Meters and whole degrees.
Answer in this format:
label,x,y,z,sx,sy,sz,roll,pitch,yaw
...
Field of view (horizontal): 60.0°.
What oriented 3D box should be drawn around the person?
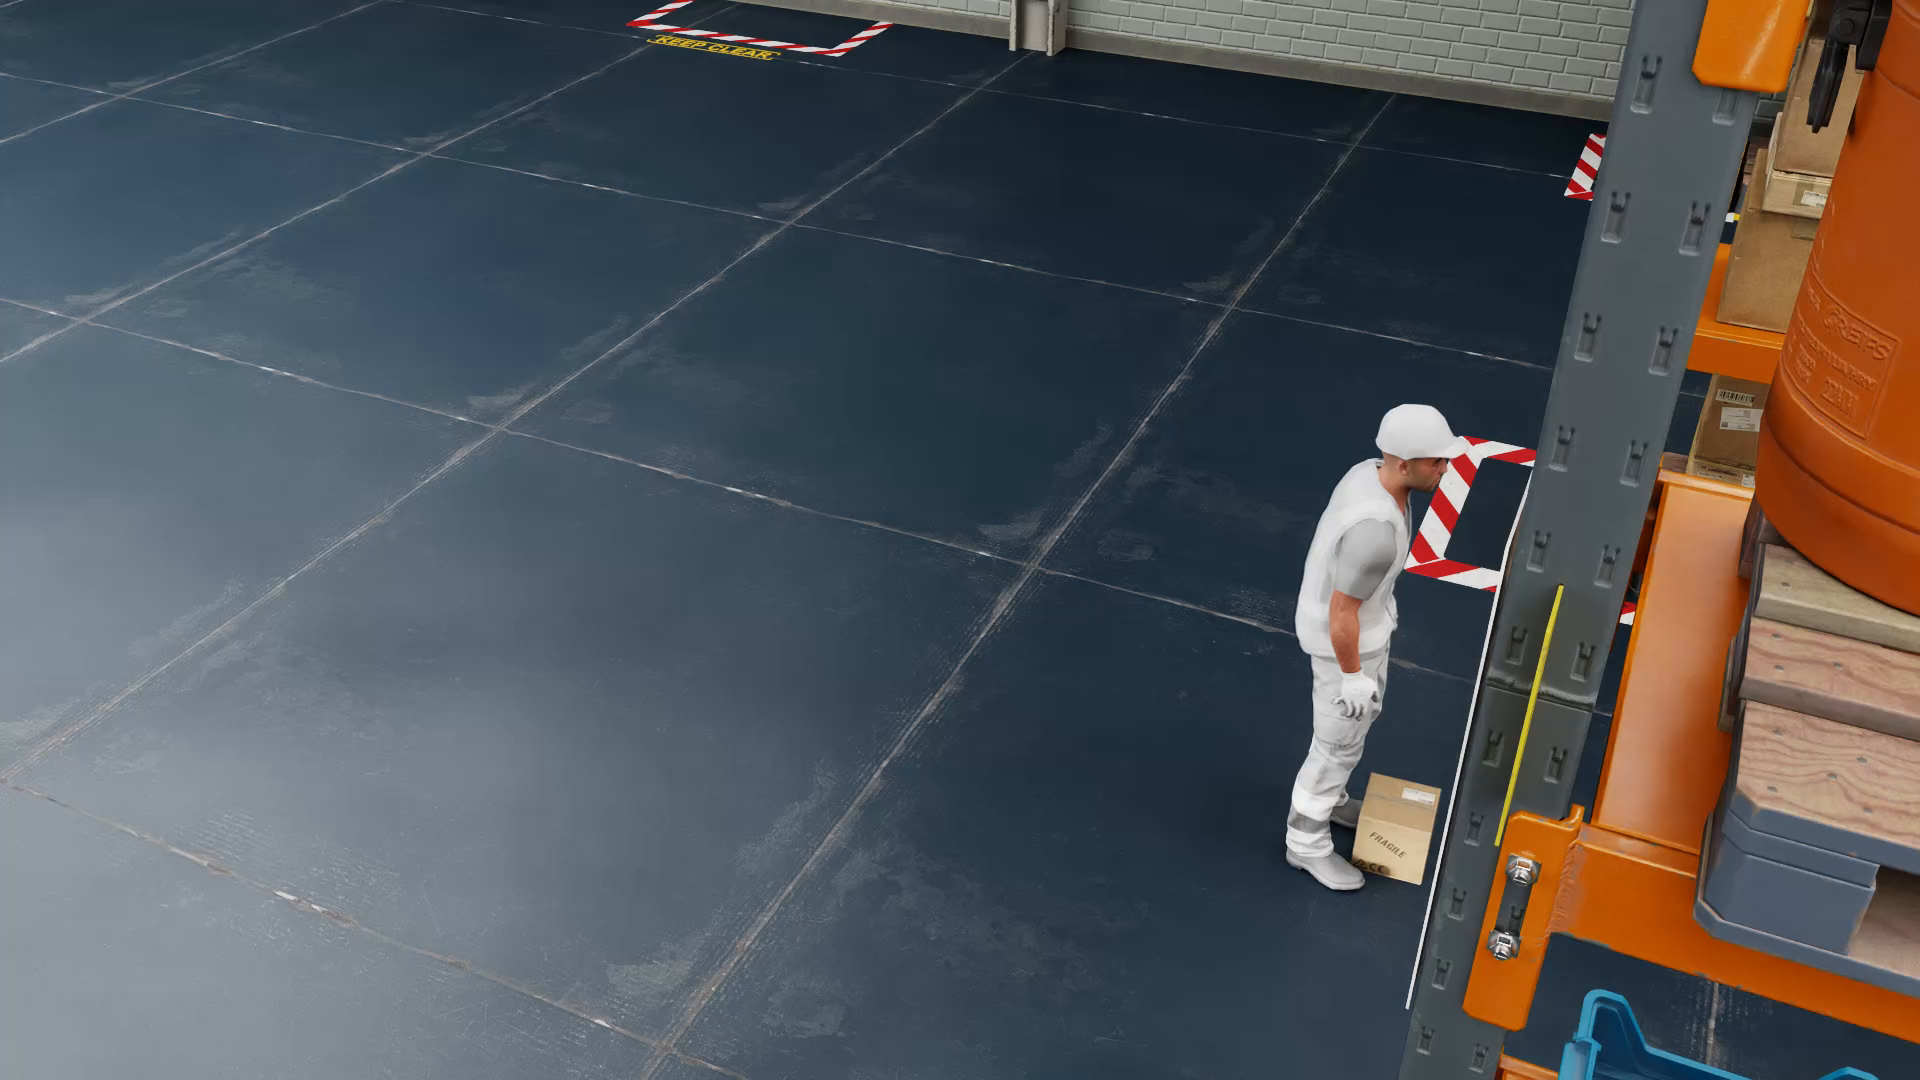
label,x,y,z,sx,sy,sz,roll,pitch,yaw
person,1.359,0.333,5.621,0.446,1.780,0.620,12,35,18
